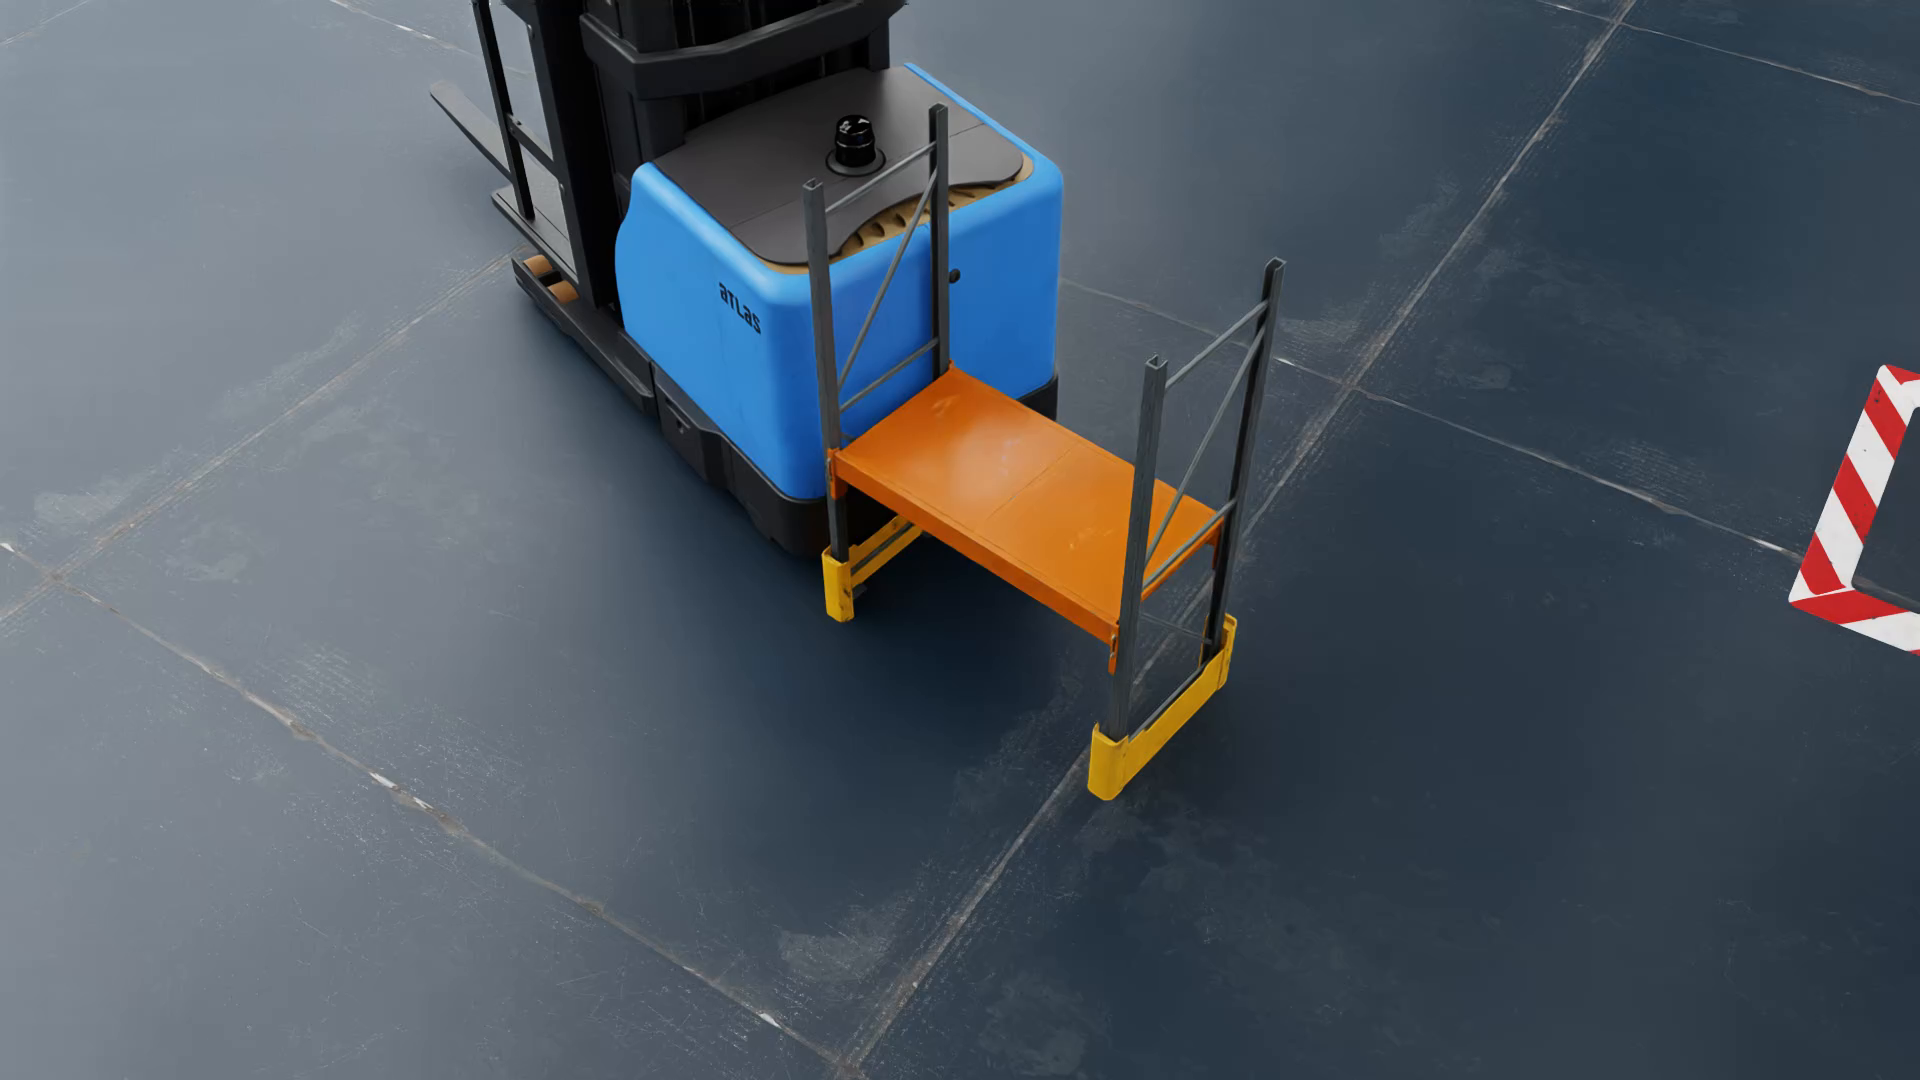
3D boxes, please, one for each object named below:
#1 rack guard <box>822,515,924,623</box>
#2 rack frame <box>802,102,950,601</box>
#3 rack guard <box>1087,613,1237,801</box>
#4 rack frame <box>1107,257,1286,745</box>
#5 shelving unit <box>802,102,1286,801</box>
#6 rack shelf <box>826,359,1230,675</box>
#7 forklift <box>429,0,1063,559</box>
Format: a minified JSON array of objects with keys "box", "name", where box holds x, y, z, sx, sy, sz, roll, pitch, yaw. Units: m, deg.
[{"box":[-0.189,-0.010,5.085,0.087,0.250,0.587,32,54,27],"name":"rack guard"},{"box":[-0.204,-0.455,4.646,0.032,1.500,0.500,32,54,27],"name":"rack frame"},{"box":[0.566,0.456,4.633,0.087,0.250,0.587,32,54,27],"name":"rack guard"},{"box":[0.566,0.021,4.184,0.032,1.500,0.500,32,54,27],"name":"rack frame"},{"box":[0.188,-0.213,4.411,1.083,1.500,0.587,32,54,27],"name":"shelving unit"},{"box":[0.181,-0.092,4.544,1.000,0.185,0.538,32,54,27],"name":"rack shelf"},{"box":[-0.969,-1.977,5.127,1.130,2.935,3.031,-28,52,-25],"name":"forklift"}]
